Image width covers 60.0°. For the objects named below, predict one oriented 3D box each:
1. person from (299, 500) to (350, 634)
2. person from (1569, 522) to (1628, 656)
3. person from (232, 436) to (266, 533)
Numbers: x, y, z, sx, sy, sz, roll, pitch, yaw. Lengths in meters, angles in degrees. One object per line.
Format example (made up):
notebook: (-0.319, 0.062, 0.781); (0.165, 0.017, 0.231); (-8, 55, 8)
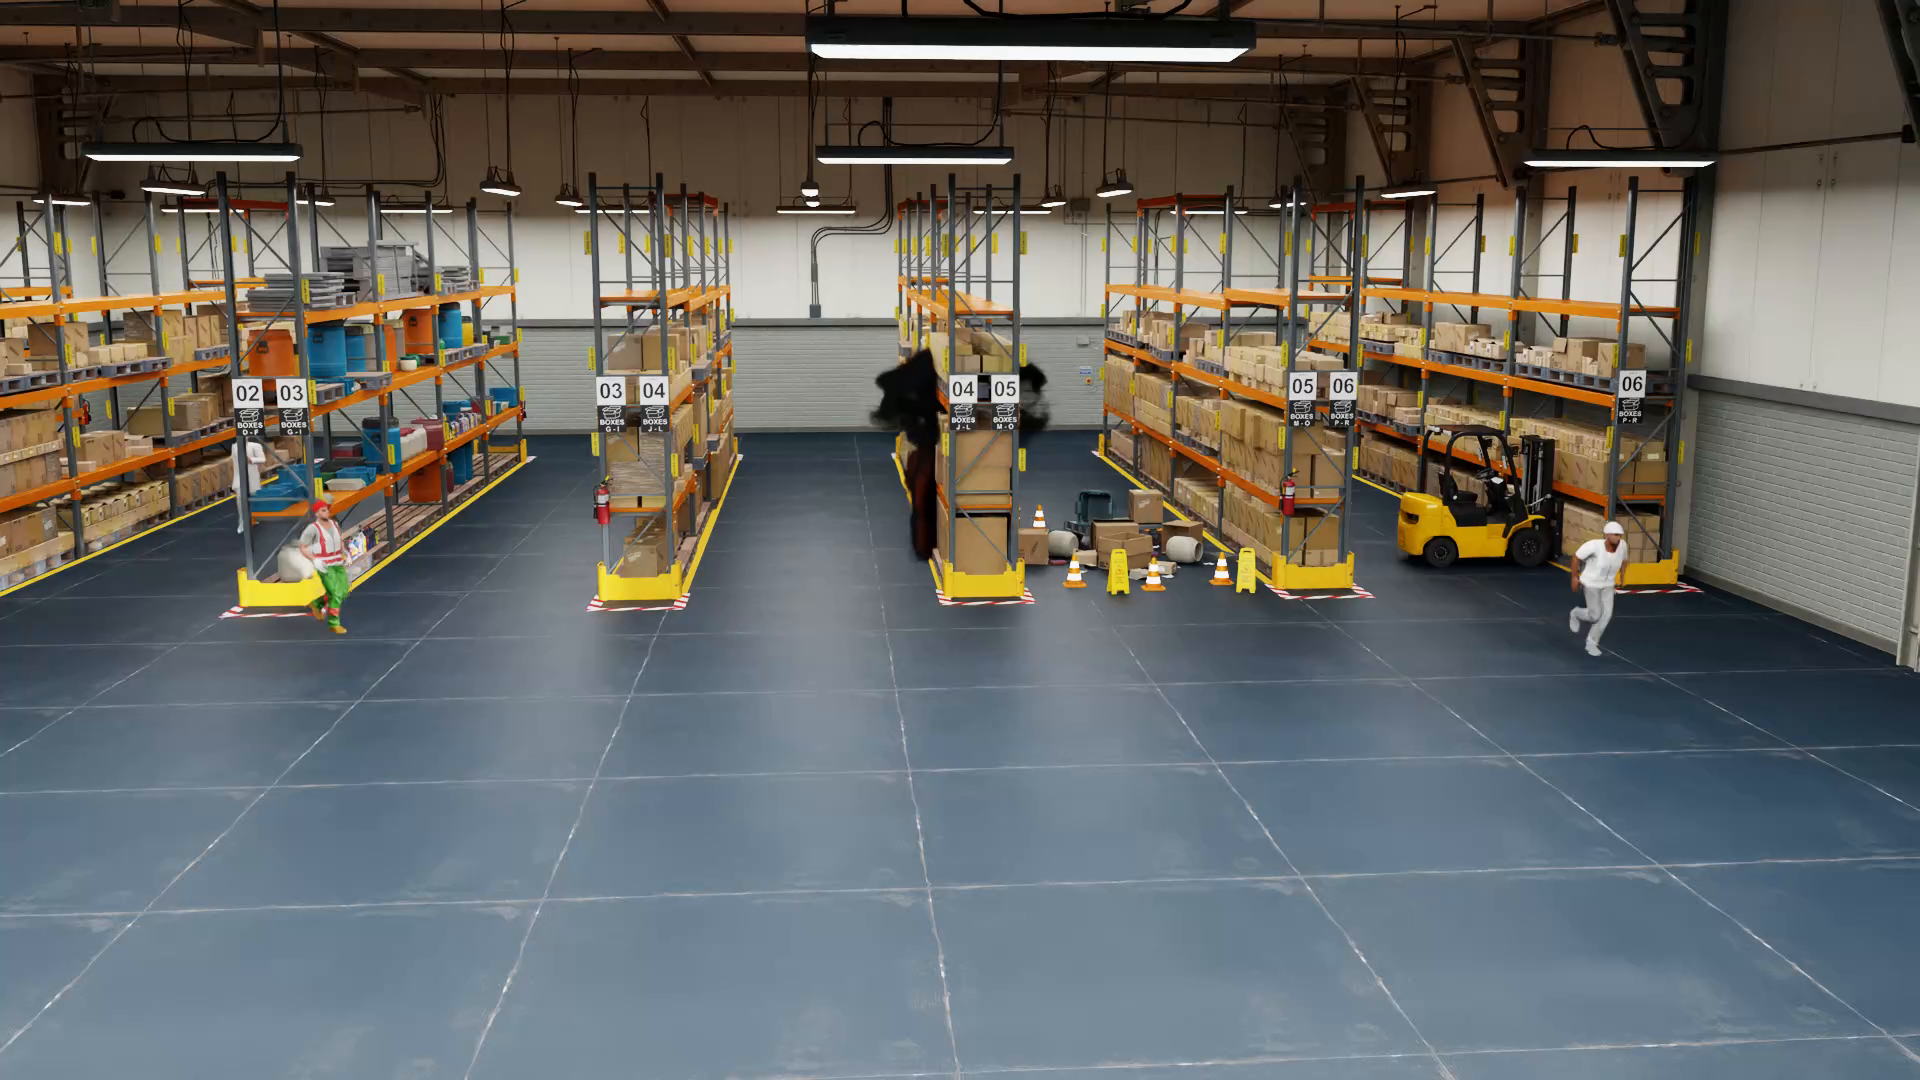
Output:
person: (-8.301, 0.342, 21.772); (0.579, 1.757, 0.651); (5, 11, 24)
person: (7.939, 0.575, 20.716); (0.697, 1.693, 0.844); (-3, 10, -17)
person: (-12.691, -1.066, 29.690); (0.669, 1.853, 0.865); (-1, 10, -5)
